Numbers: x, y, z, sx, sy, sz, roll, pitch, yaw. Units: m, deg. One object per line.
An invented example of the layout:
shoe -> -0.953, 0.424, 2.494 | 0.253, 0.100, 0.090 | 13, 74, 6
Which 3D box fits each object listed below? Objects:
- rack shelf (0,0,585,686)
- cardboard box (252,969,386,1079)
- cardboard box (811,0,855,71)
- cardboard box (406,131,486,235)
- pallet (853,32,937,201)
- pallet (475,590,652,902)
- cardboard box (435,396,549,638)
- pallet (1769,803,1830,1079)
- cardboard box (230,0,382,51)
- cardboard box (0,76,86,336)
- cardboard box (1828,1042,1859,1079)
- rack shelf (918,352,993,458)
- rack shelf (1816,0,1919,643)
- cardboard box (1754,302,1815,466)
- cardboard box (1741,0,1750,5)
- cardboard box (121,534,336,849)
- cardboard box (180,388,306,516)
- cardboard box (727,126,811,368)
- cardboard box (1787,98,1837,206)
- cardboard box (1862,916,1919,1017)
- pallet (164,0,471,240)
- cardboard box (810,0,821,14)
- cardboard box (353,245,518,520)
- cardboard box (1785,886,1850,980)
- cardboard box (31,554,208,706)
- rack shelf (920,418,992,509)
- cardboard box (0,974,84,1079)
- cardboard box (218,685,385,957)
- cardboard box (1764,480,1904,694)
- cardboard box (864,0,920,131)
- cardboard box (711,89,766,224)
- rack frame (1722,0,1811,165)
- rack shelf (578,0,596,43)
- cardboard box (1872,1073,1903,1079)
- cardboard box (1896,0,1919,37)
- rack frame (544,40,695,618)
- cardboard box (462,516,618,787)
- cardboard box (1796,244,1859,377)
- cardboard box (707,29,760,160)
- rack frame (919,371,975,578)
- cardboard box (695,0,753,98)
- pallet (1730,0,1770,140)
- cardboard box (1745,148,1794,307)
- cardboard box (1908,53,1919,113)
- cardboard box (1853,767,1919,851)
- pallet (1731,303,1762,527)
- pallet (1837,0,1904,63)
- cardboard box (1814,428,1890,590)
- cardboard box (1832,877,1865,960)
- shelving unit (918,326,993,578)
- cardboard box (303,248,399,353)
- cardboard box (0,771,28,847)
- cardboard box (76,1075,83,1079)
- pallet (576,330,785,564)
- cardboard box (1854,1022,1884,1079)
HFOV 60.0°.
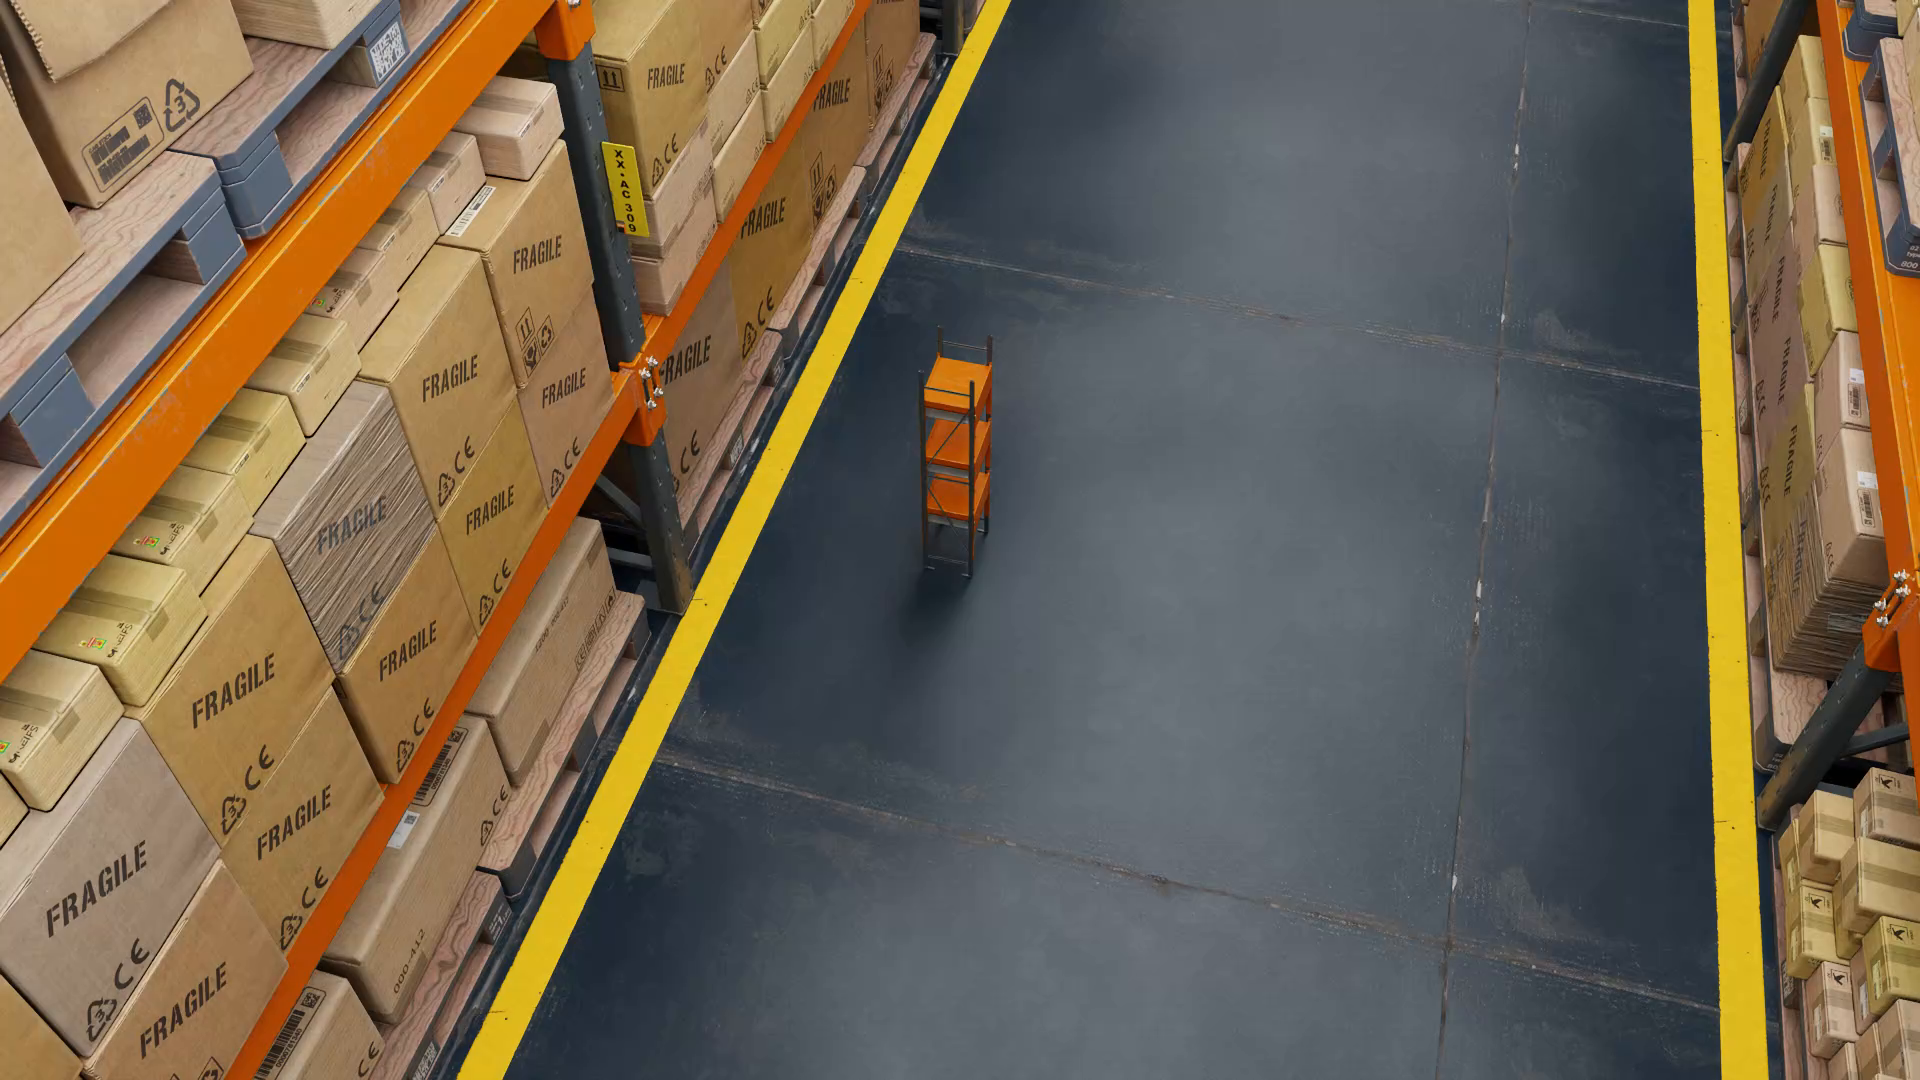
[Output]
rack shelf -> -2.058, -0.145, 3.275 | 1.077, 0.370, 4.000 | 12, 50, 10
cardboard box -> -2.275, 1.604, 4.681 | 0.875, 0.438, 0.875 | 13, 50, 11
cardboard box -> -0.736, -2.156, 6.671 | 0.500, 0.250, 0.500 | 11, 49, 9
cardboard box -> -1.480, -0.961, 4.350 | 0.380, 0.149, 0.250 | 13, 50, 11
pallet -> -0.759, -2.252, 8.516 | 1.003, 0.211, 1.213 | 12, 50, 10
pallet -> -1.807, 0.620, 5.981 | 1.003, 0.211, 1.213 | 12, 50, 10
cardboard box -> -1.537, -0.111, 4.699 | 0.500, 0.500, 0.500 | 10, 49, 9
pallet -> 3.128, 1.482, 5.220 | 1.003, 0.211, 1.213 | 12, 50, 10
cardboard box -> -1.461, -1.202, 3.549 | 0.380, 0.149, 0.250 | 13, 50, 11
cardboard box -> -1.909, -0.570, 2.757 | 0.500, 0.500, 0.500 | 12, 50, 11
cardboard box -> 2.761, 1.647, 4.836 | 0.380, 0.149, 0.250 | 11, 49, 9
rack shelf -> -0.014, -0.489, 6.036 | 0.215, 0.259, 0.240 | 12, 50, 10
rack shelf -> 3.797, -1.142, 6.156 | 1.077, 0.370, 4.000 | 12, 50, 10
cardboard box -> 3.497, -0.571, 6.560 | 0.500, 0.500, 0.500 | 11, 49, 9
cardboard box -> 4.797, -3.277, 8.781 | 1.050, 0.750, 0.750 | 12, 50, 11
cardboard box -> -1.796, 0.291, 3.678 | 0.500, 0.500, 0.500 | 12, 50, 10
cardboard box -> -1.703, -0.218, 3.694 | 0.380, 0.149, 0.250 | 11, 49, 9
cardboard box -> -1.216, -1.392, 7.034 | 0.875, 0.875, 0.875 | 13, 50, 11
cardboard box -> 3.775, -1.569, 6.940 | 0.500, 0.250, 0.500 | 11, 49, 10
cardboard box -> 2.831, 1.263, 4.778 | 0.380, 0.149, 0.250 | 11, 49, 10
pallet -> -1.757, -1.211, 3.795 | 1.003, 0.211, 1.213 | 12, 50, 10
cardboard box -> -0.744, -2.324, 6.486 | 0.500, 0.250, 0.500 | 10, 49, 9
cardboard box -> -1.531, -0.440, 4.323 | 0.500, 0.500, 0.500 | 11, 49, 9
cardboard box -> 2.794, 1.263, 5.174 | 0.380, 0.149, 0.250 | 13, 50, 11
cardboard box -> -1.775, 0.162, 3.359 | 0.380, 0.149, 0.250 | 10, 49, 9
rack shelf -> -0.014, -0.302, 6.249 | 0.215, 0.259, 0.240 | 12, 50, 10
cardboard box -> -2.054, 1.026, 3.029 | 0.500, 0.500, 0.500 | 10, 49, 9
cardboard box -> -1.808, 0.631, 4.044 | 0.500, 0.500, 0.500 | 13, 50, 11
cardboard box -> 3.222, 0.170, 5.905 | 0.500, 0.500, 0.500 | 11, 49, 9
cardboard box -> -0.741, -2.683, 8.173 | 0.875, 0.875, 0.875 | 11, 50, 10
cardboard box -> -1.027, -1.428, 6.029 | 0.500, 0.250, 0.500 | 10, 49, 9
rack frame -> 4.323, -2.827, 7.163 | 1.000, 3.000, 0.127 | 12, 50, 10
rack shelf -> -1.005, -3.038, 5.829 | 1.077, 0.370, 4.000 | 12, 50, 10
cardboard box -> 2.639, 1.624, 4.460 | 0.380, 0.149, 0.250 | 13, 50, 11
cardboard box -> 3.800, -2.014, 6.333 | 0.380, 0.149, 0.250 | 14, 50, 12
rack frame -> -1.532, -0.837, 5.407 | 1.000, 3.000, 0.127 | 12, 50, 10
cardboard box -> -1.801, 0.305, 5.828 | 0.875, 0.438, 0.875 | 11, 49, 9
cardboard box -> 3.496, -0.836, 6.293 | 0.500, 0.250, 0.500 | 10, 49, 8
cardboard box -> -1.034, -1.598, 5.845 | 0.500, 0.250, 0.500 | 12, 50, 11
rack frame -> -0.046, -0.220, 6.163 | 0.200, 1.050, 0.008 | 12, 50, 10
cardboard box -> -1.031, -1.836, 5.555 | 0.500, 0.500, 0.500 | 11, 50, 10
pallet -> 4.603, -2.459, 8.699 | 1.003, 0.211, 1.213 | 12, 50, 10
cardboard box -> 3.762, -1.313, 7.214 | 0.500, 0.500, 0.500 | 12, 50, 10
cardboard box -> 3.664, -1.639, 6.002 | 0.380, 0.149, 0.250 | 12, 50, 11
cardboard box -> 2.980, 0.883, 5.114 | 0.380, 0.149, 0.250 | 13, 50, 12
pallet -> 3.793, -0.459, 6.933 | 1.003, 0.211, 1.213 | 12, 50, 10
pallet -> 4.238, -2.227, 6.761 | 1.213, 0.211, 1.003 | 12, 50, 10
cardboard box -> 3.222, -0.082, 5.627 | 0.500, 0.250, 0.500 | 10, 49, 9
cardboard box -> 2.886, 1.172, 5.056 | 0.380, 0.149, 0.250 | 12, 50, 10
shelving unit -> -0.014, -0.309, 6.241 | 0.215, 1.050, 0.252 | 12, 50, 10
cardboard box -> -1.604, -0.596, 4.028 | 0.380, 0.149, 0.250 | 11, 50, 10
cardboard box -> -1.975, 0.512, 3.050 | 0.380, 0.149, 0.250 | 12, 50, 10
cardboard box -> -2.075, 1.361, 3.400 | 0.500, 0.500, 0.500 | 11, 49, 10
pallet -> -1.401, -0.487, 6.958 | 1.003, 0.211, 1.213 | 12, 50, 10
cardboard box -> 2.783, 1.551, 4.723 | 0.380, 0.149, 0.250 | 9, 49, 8
